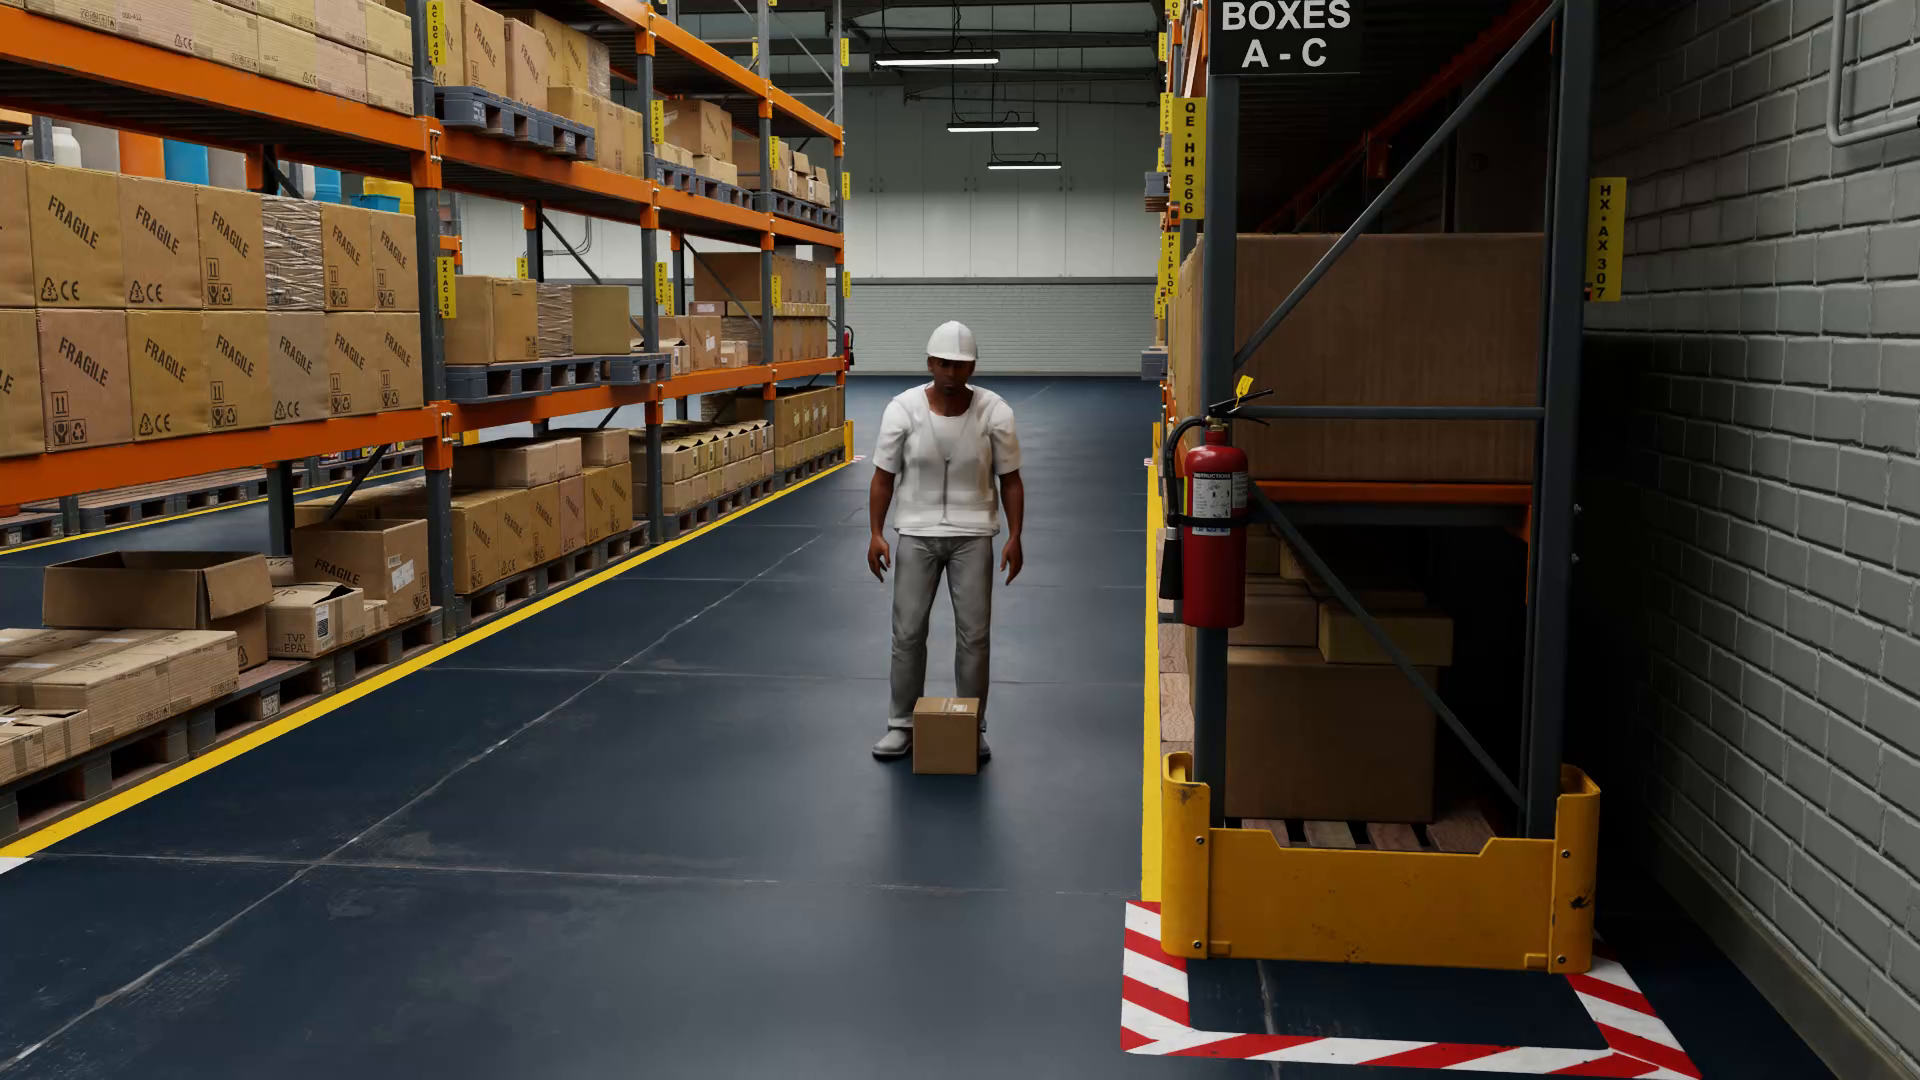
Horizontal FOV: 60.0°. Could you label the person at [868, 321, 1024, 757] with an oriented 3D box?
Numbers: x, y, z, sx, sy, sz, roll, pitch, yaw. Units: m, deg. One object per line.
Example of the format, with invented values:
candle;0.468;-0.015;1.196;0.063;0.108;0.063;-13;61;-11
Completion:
person;-0.057;0.000;6.728;0.632;1.759;0.462;0;8;1
